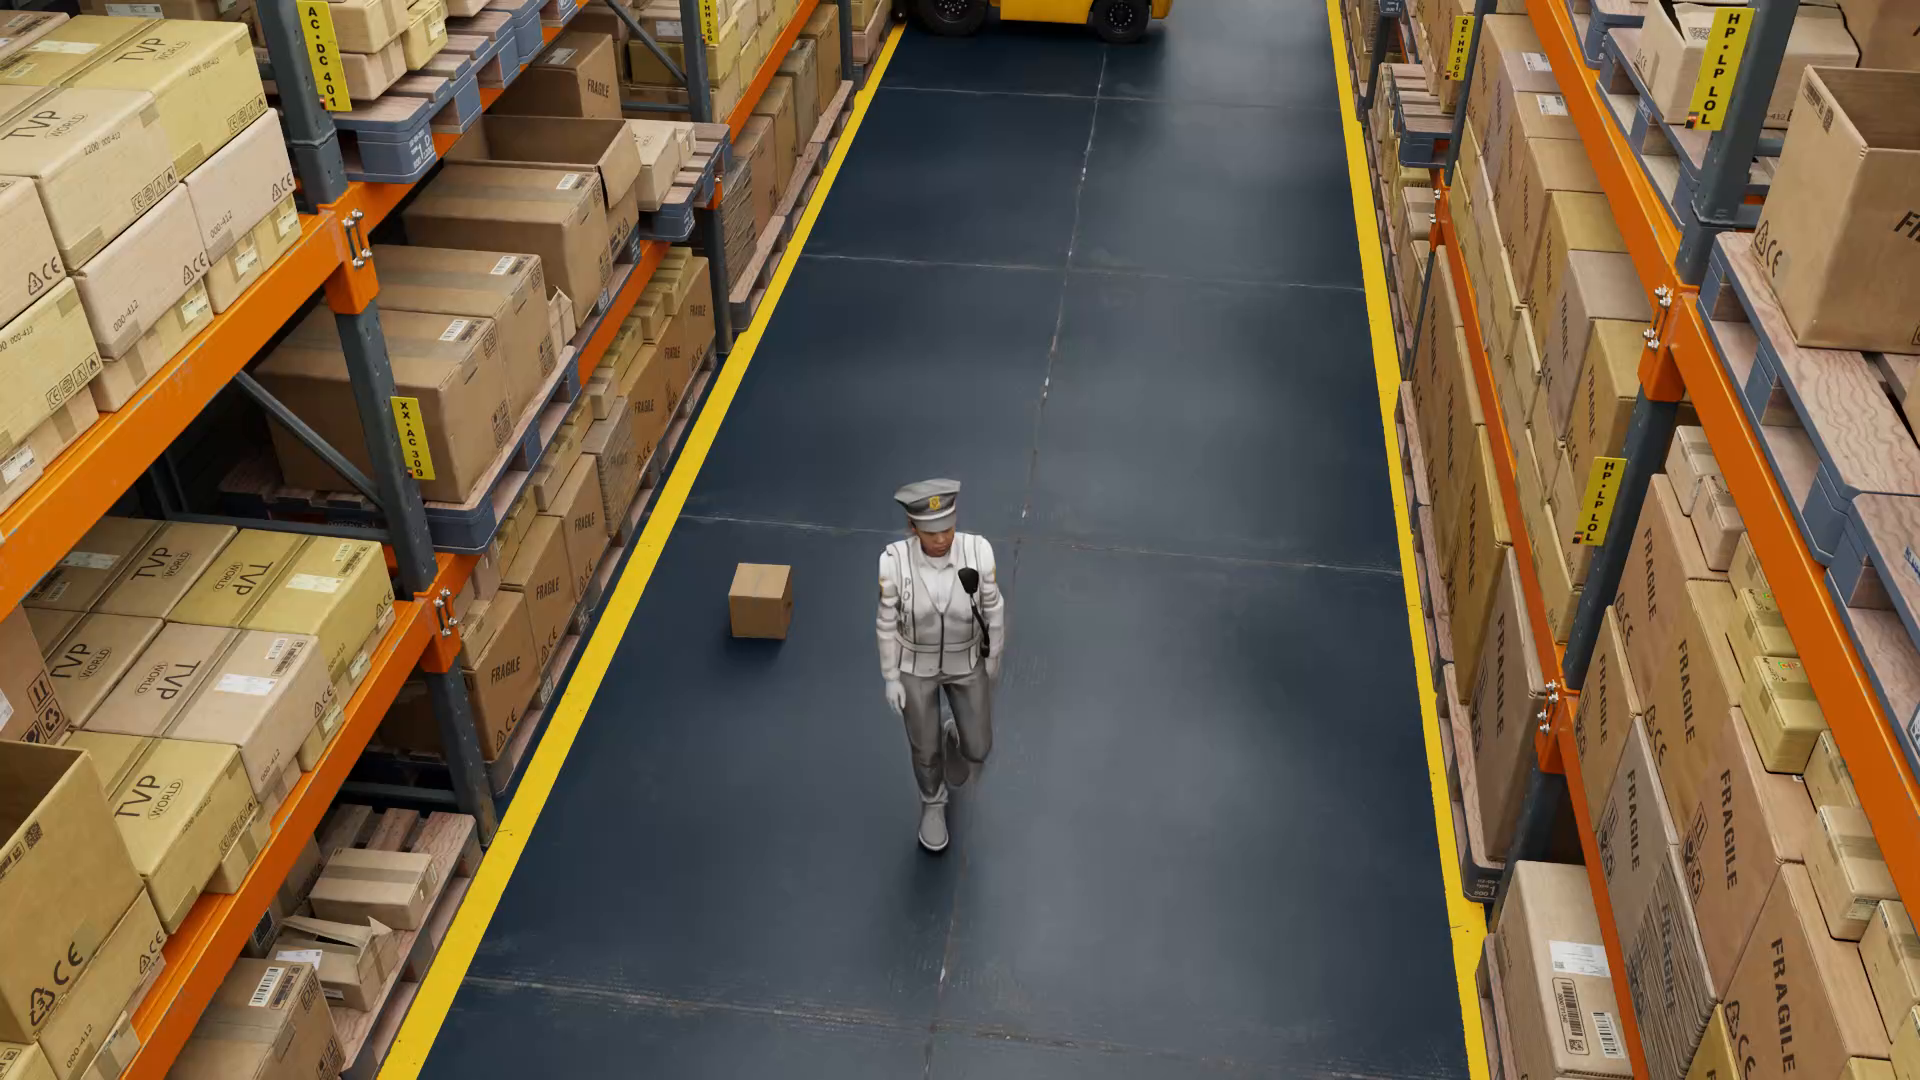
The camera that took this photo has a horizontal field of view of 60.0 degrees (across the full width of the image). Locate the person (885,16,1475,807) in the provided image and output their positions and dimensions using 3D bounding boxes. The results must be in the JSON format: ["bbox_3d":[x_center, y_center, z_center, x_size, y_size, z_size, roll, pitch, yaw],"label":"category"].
[{"bbox_3d":[3.366,-1.384,8.460,7.935,2.202,5.089,-4,37,-5],"label":"person"}]
